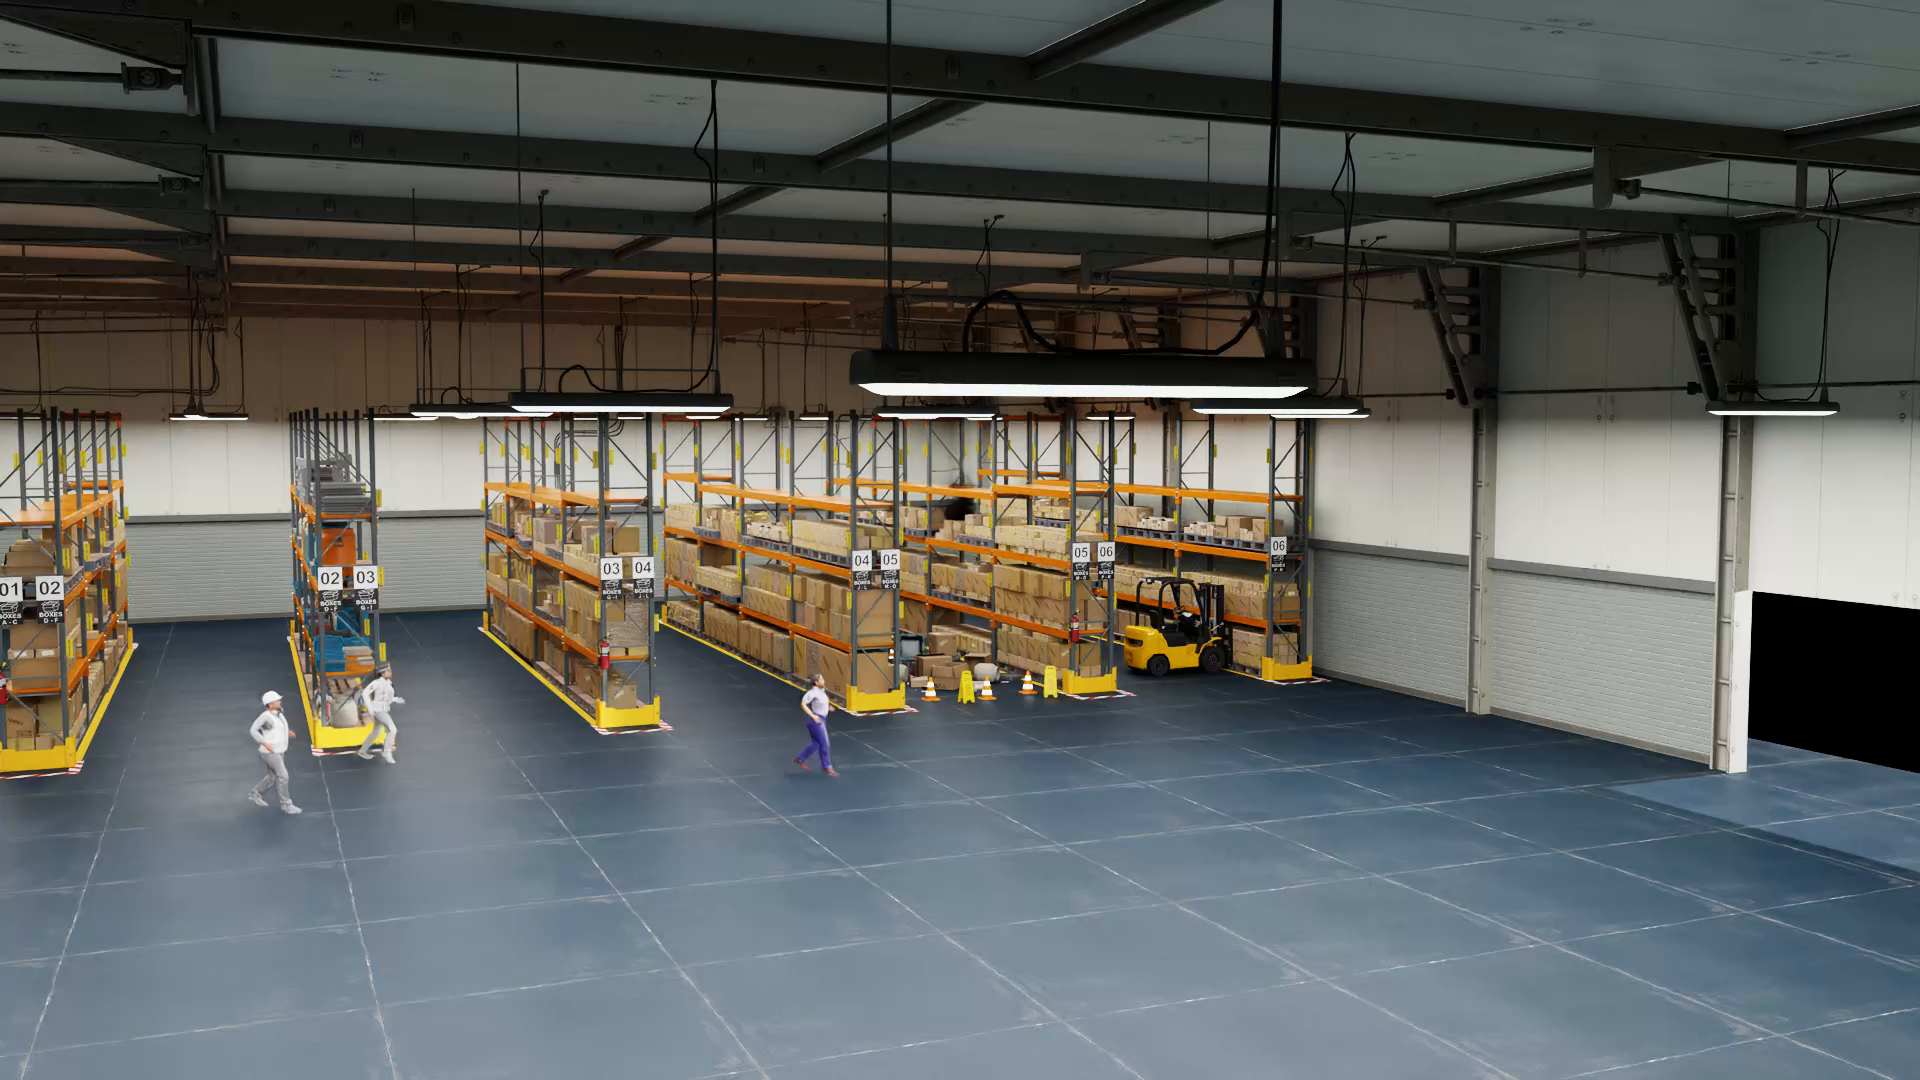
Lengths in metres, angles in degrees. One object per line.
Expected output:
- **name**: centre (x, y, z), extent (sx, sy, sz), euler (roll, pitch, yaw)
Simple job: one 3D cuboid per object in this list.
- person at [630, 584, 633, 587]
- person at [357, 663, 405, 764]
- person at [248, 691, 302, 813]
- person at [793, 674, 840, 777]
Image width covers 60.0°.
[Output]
- **person**: centre (-8.701, 1.737, 45.229), extent (0.598, 1.680, 0.699), euler (-1, 4, -20)
- **person**: centre (-9.797, 2.934, 28.098), extent (0.829, 1.724, 0.525), euler (0, 4, 0)
- **person**: centre (-10.107, 3.117, 24.473), extent (0.820, 1.790, 0.661), euler (0, 4, -1)
- **person**: centre (-2.345, 3.007, 27.091), extent (0.799, 1.673, 0.603), euler (0, 4, 6)
